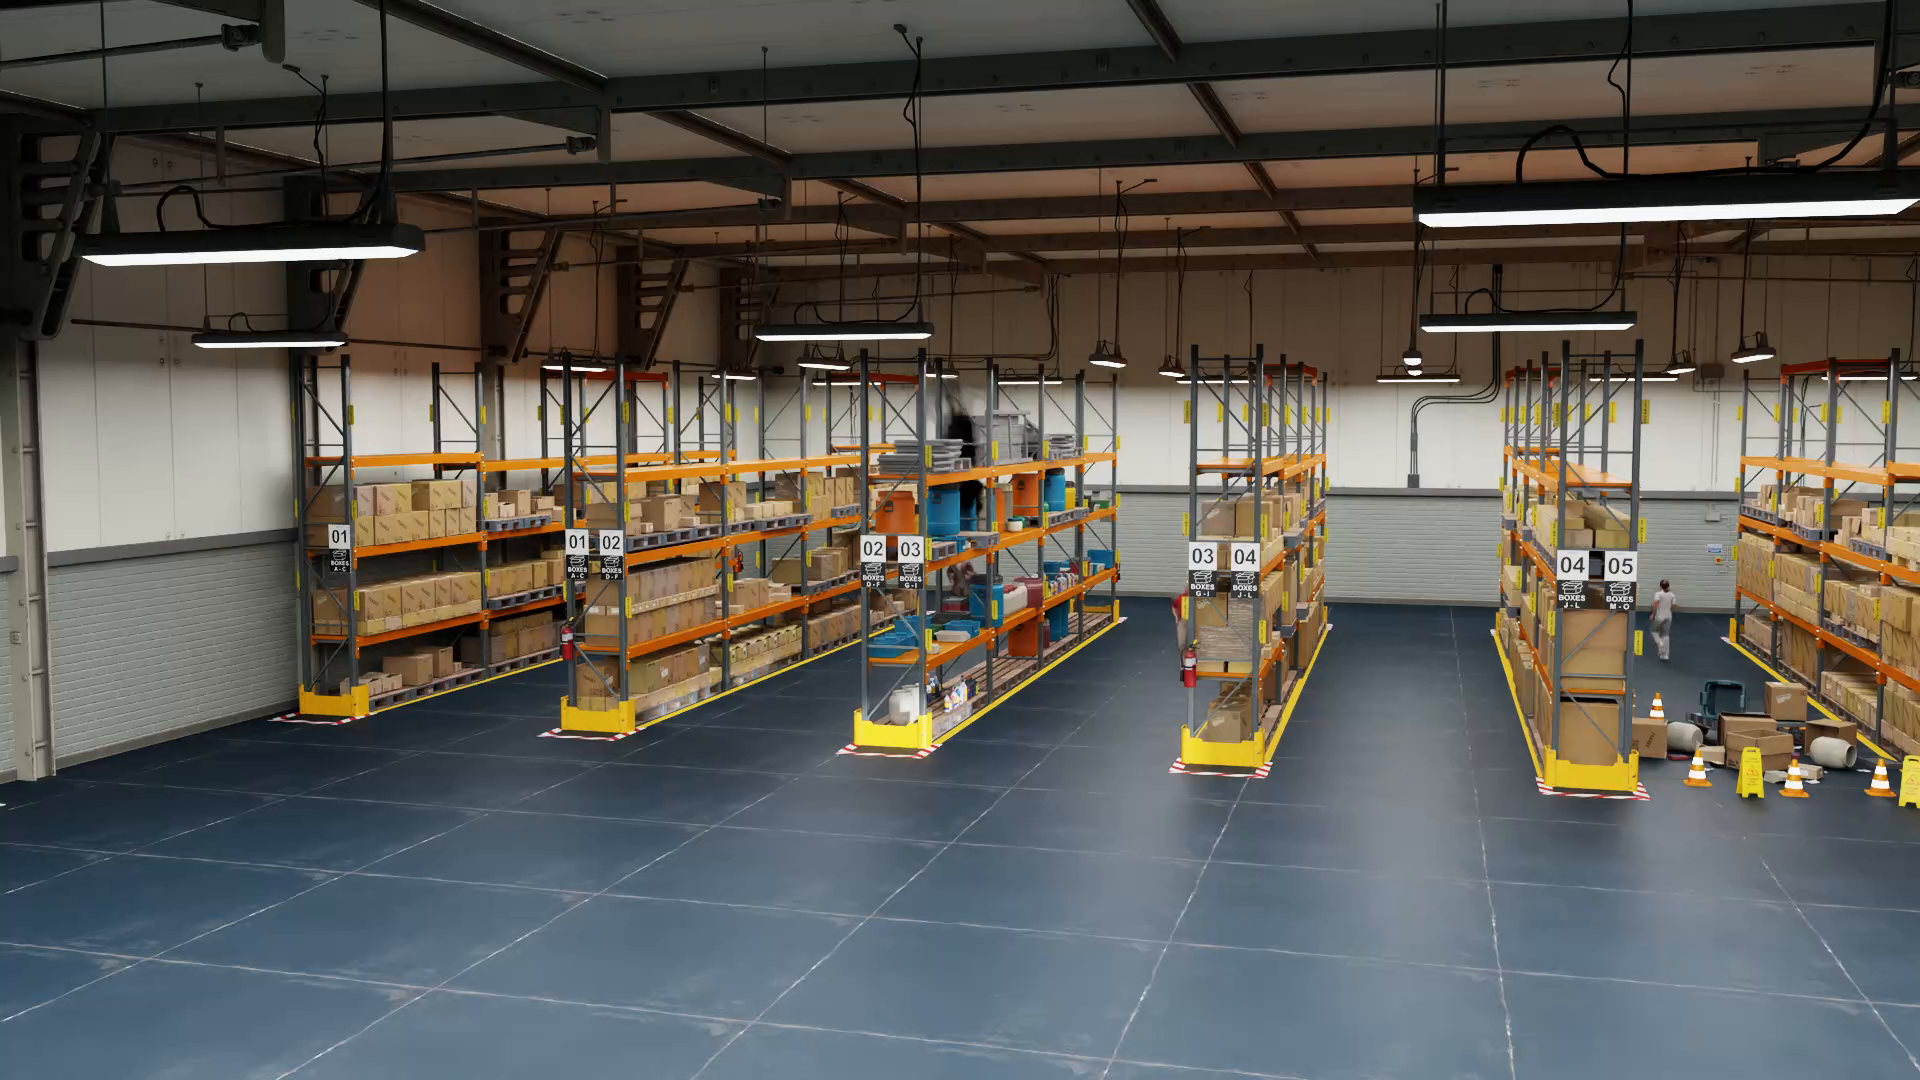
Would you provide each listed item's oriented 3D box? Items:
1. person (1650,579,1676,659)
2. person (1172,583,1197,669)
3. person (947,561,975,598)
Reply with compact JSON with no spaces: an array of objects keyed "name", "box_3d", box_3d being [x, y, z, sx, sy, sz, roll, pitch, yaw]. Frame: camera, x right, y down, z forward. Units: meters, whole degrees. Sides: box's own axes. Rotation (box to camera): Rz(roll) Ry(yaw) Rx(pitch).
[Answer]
[{"name":"person","box_3d":[14.461,1.618,34.282,0.543,1.624,0.636,0,4,-2]},{"name":"person","box_3d":[4.521,1.697,33.043,0.664,1.691,0.632,1,4,17]},{"name":"person","box_3d":[-0.003,1.128,40.127,0.719,1.735,0.659,1,4,8]}]
